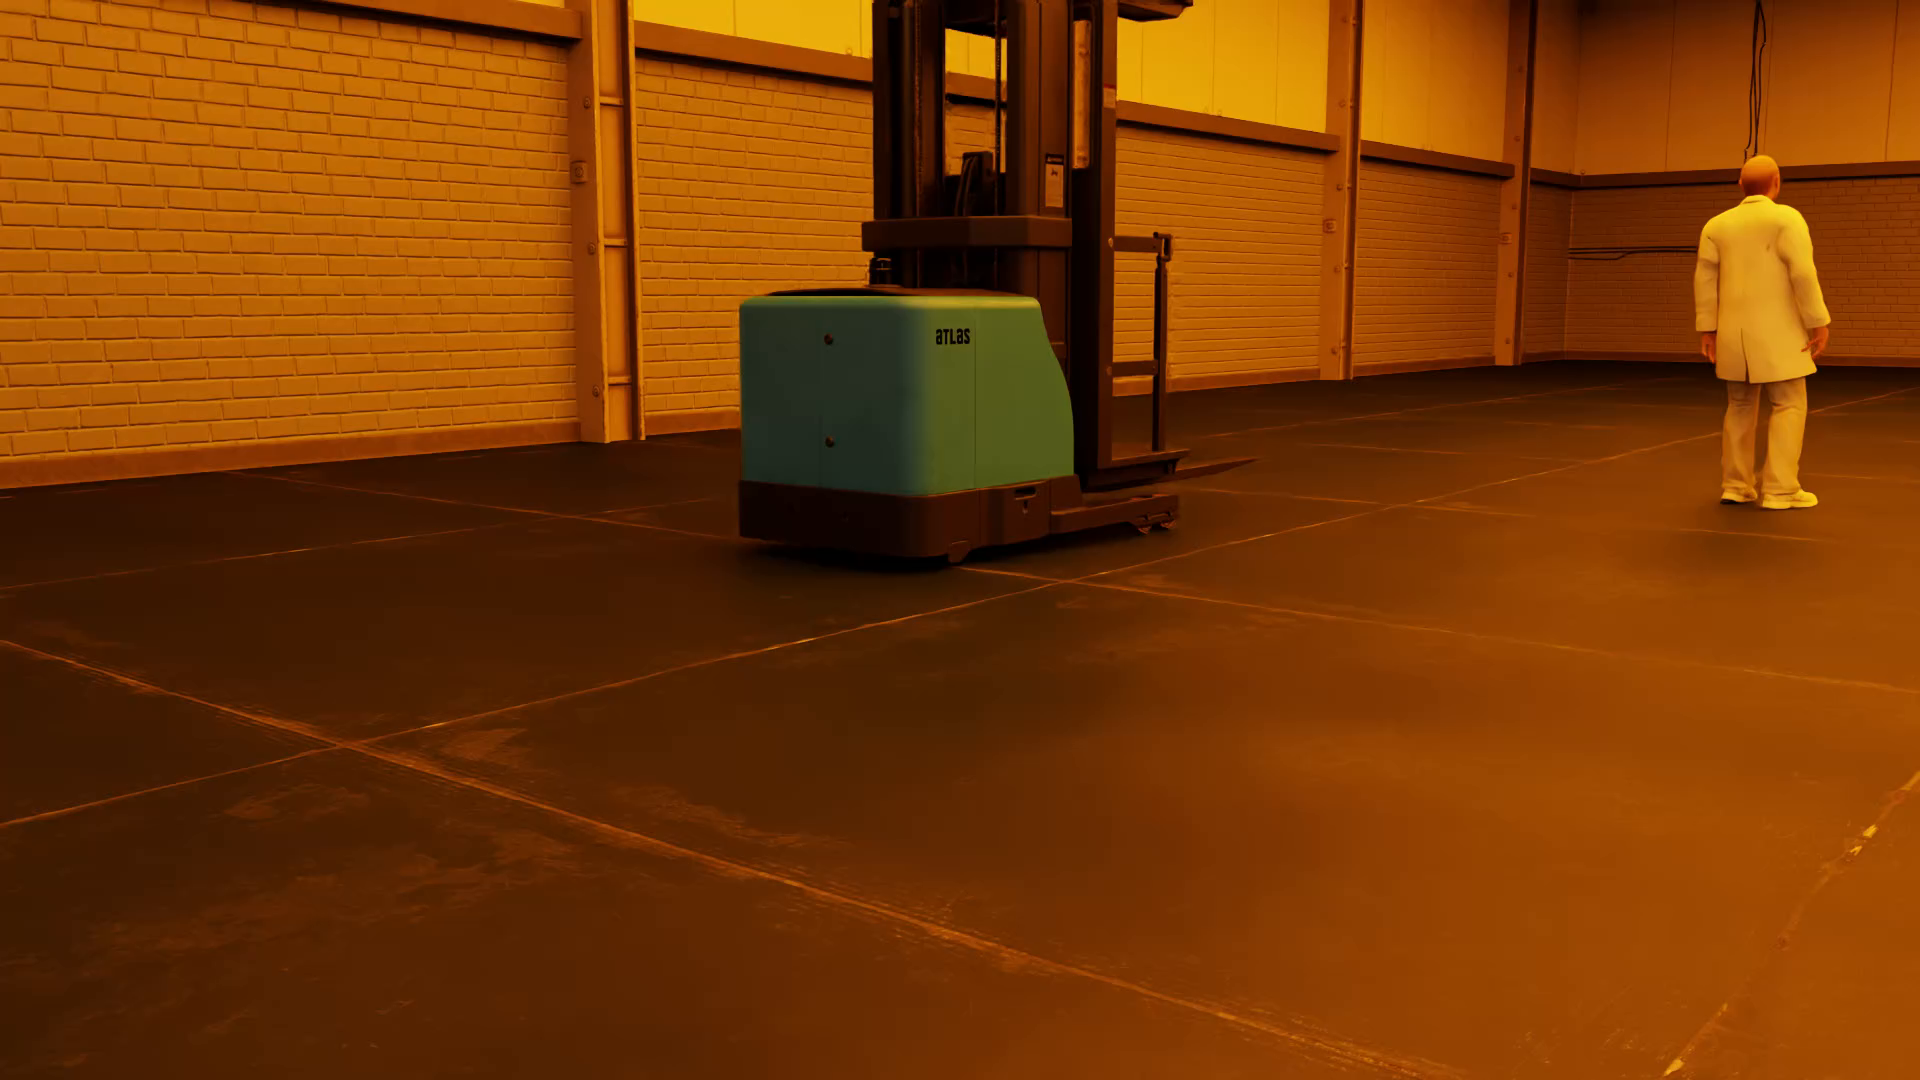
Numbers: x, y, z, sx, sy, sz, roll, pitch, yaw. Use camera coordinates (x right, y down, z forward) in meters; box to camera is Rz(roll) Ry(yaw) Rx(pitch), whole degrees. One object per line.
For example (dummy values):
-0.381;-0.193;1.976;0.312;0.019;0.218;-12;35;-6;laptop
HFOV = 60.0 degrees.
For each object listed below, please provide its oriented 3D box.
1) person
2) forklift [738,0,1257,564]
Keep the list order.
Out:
4.145;-1.049;8.527;0.504;1.799;0.681;-5;10;-32;person
0.373;-1.522;7.685;1.130;2.935;3.031;7;11;38;forklift
